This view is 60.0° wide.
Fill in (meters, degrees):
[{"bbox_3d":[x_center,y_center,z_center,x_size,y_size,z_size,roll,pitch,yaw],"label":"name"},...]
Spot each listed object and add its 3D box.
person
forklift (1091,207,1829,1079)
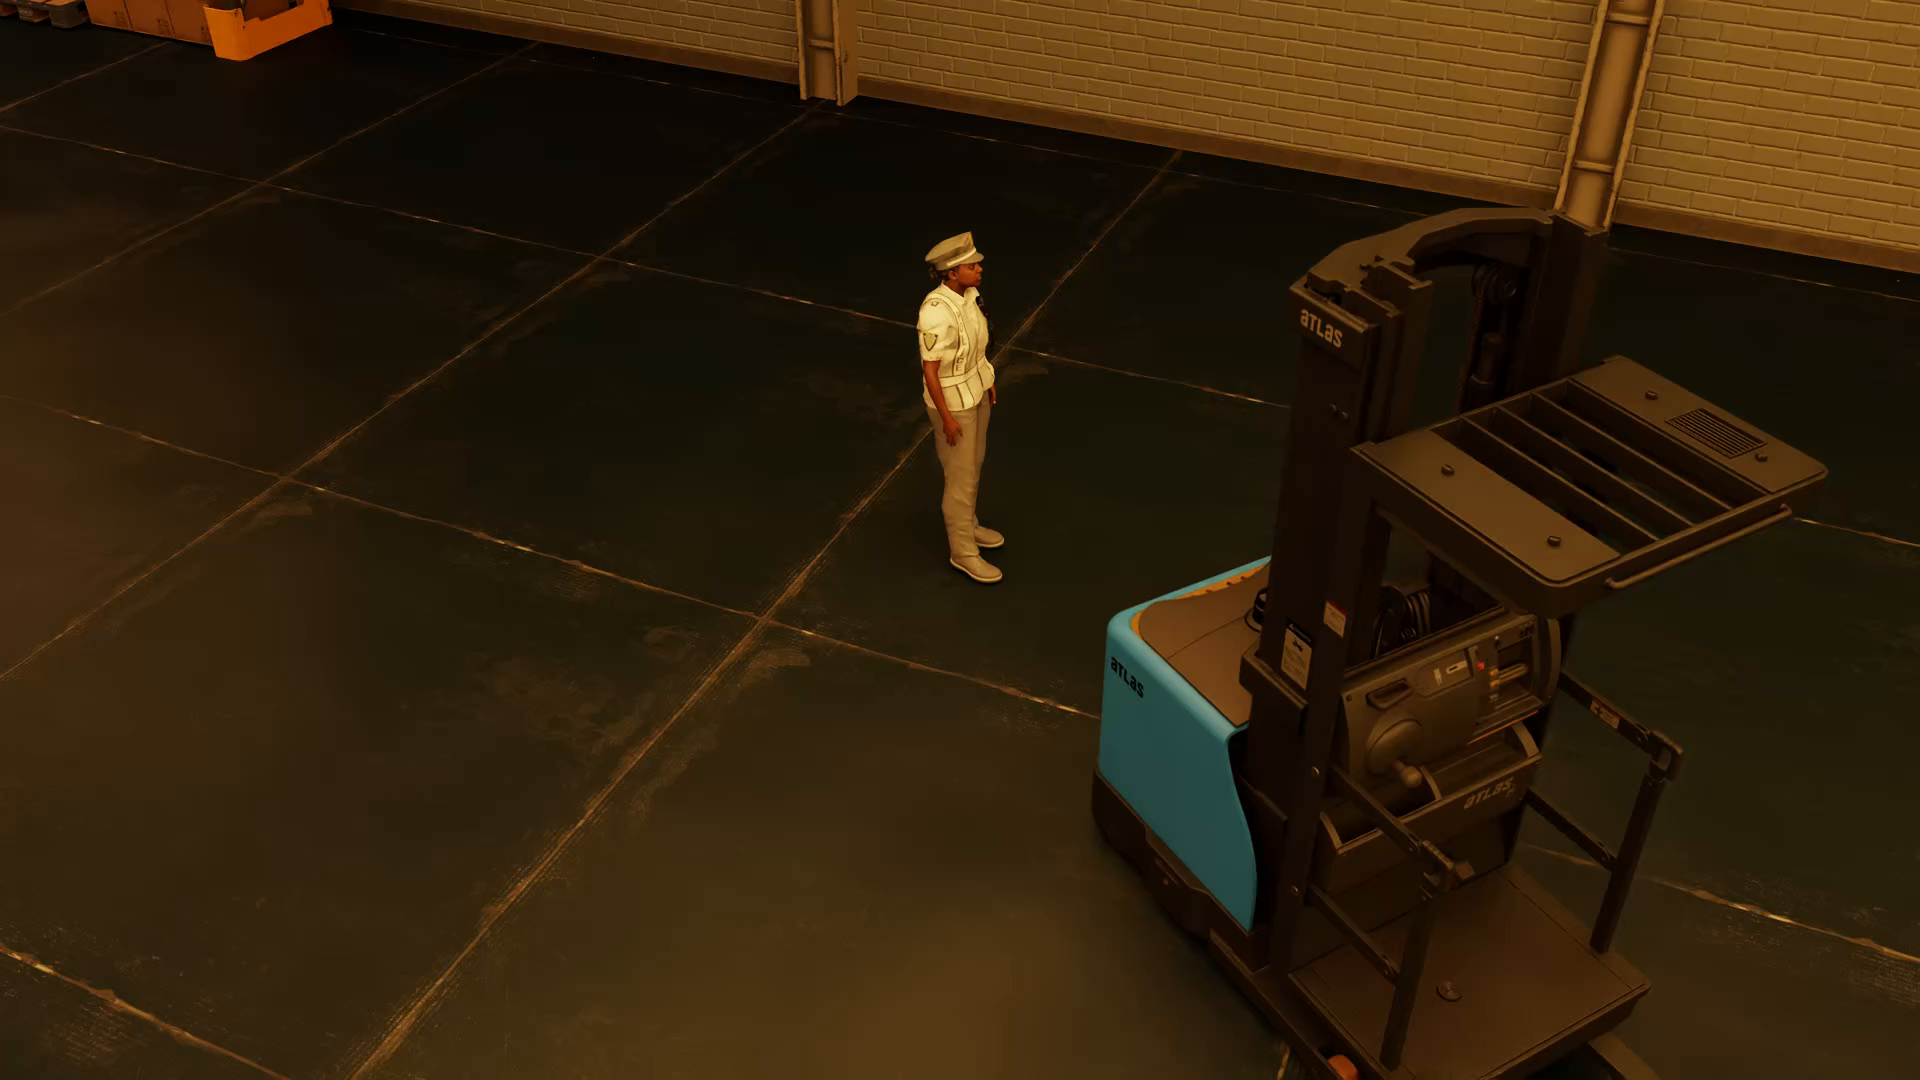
[{"bbox_3d":[0.060,-0.668,8.074,0.528,1.697,0.570,15,38,20],"label":"person"},{"bbox_3d":[1.721,0.571,5.287,1.130,2.935,3.031,-19,40,-24],"label":"forklift"}]
